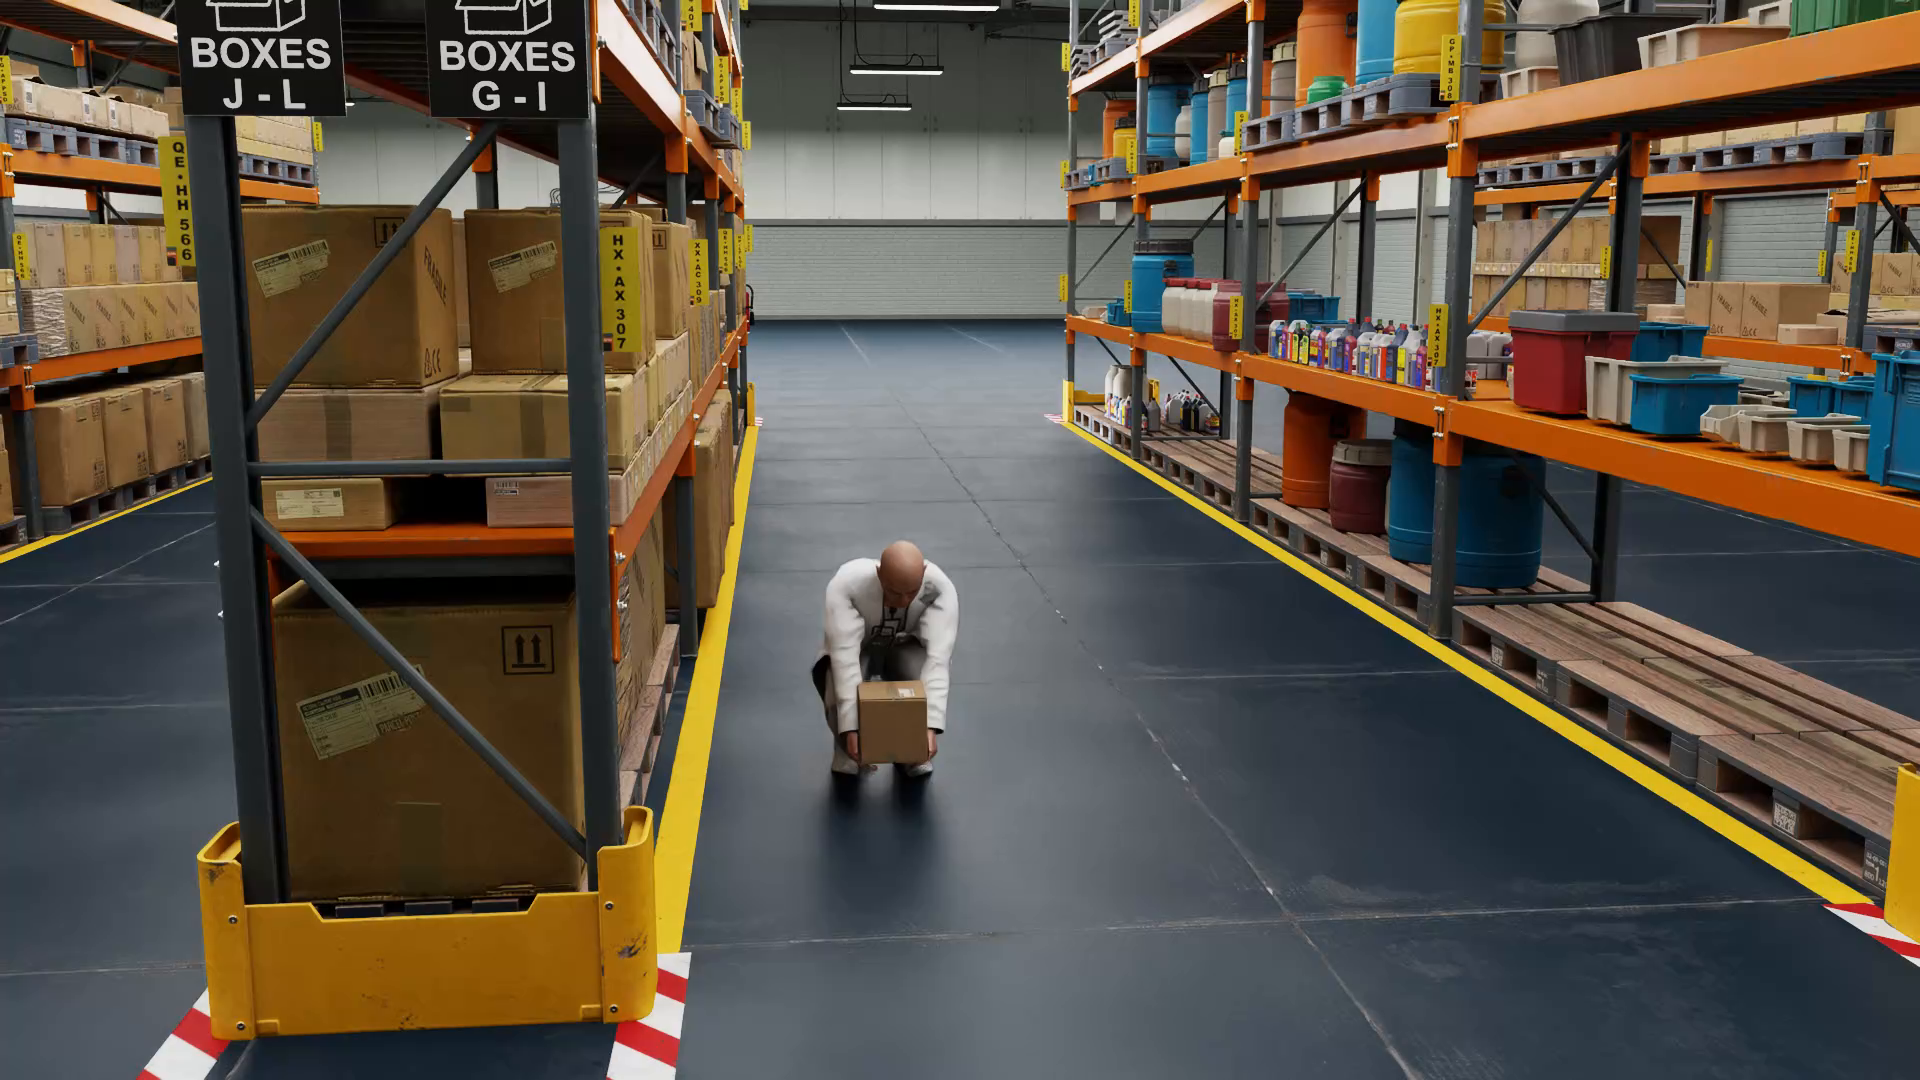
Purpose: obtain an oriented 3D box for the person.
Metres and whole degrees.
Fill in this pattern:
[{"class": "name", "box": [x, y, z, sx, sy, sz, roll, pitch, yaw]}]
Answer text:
[{"class": "person", "box": [-0.302, 0.466, 6.594, 0.582, 0.986, 0.925, -1, 10, -7]}]
